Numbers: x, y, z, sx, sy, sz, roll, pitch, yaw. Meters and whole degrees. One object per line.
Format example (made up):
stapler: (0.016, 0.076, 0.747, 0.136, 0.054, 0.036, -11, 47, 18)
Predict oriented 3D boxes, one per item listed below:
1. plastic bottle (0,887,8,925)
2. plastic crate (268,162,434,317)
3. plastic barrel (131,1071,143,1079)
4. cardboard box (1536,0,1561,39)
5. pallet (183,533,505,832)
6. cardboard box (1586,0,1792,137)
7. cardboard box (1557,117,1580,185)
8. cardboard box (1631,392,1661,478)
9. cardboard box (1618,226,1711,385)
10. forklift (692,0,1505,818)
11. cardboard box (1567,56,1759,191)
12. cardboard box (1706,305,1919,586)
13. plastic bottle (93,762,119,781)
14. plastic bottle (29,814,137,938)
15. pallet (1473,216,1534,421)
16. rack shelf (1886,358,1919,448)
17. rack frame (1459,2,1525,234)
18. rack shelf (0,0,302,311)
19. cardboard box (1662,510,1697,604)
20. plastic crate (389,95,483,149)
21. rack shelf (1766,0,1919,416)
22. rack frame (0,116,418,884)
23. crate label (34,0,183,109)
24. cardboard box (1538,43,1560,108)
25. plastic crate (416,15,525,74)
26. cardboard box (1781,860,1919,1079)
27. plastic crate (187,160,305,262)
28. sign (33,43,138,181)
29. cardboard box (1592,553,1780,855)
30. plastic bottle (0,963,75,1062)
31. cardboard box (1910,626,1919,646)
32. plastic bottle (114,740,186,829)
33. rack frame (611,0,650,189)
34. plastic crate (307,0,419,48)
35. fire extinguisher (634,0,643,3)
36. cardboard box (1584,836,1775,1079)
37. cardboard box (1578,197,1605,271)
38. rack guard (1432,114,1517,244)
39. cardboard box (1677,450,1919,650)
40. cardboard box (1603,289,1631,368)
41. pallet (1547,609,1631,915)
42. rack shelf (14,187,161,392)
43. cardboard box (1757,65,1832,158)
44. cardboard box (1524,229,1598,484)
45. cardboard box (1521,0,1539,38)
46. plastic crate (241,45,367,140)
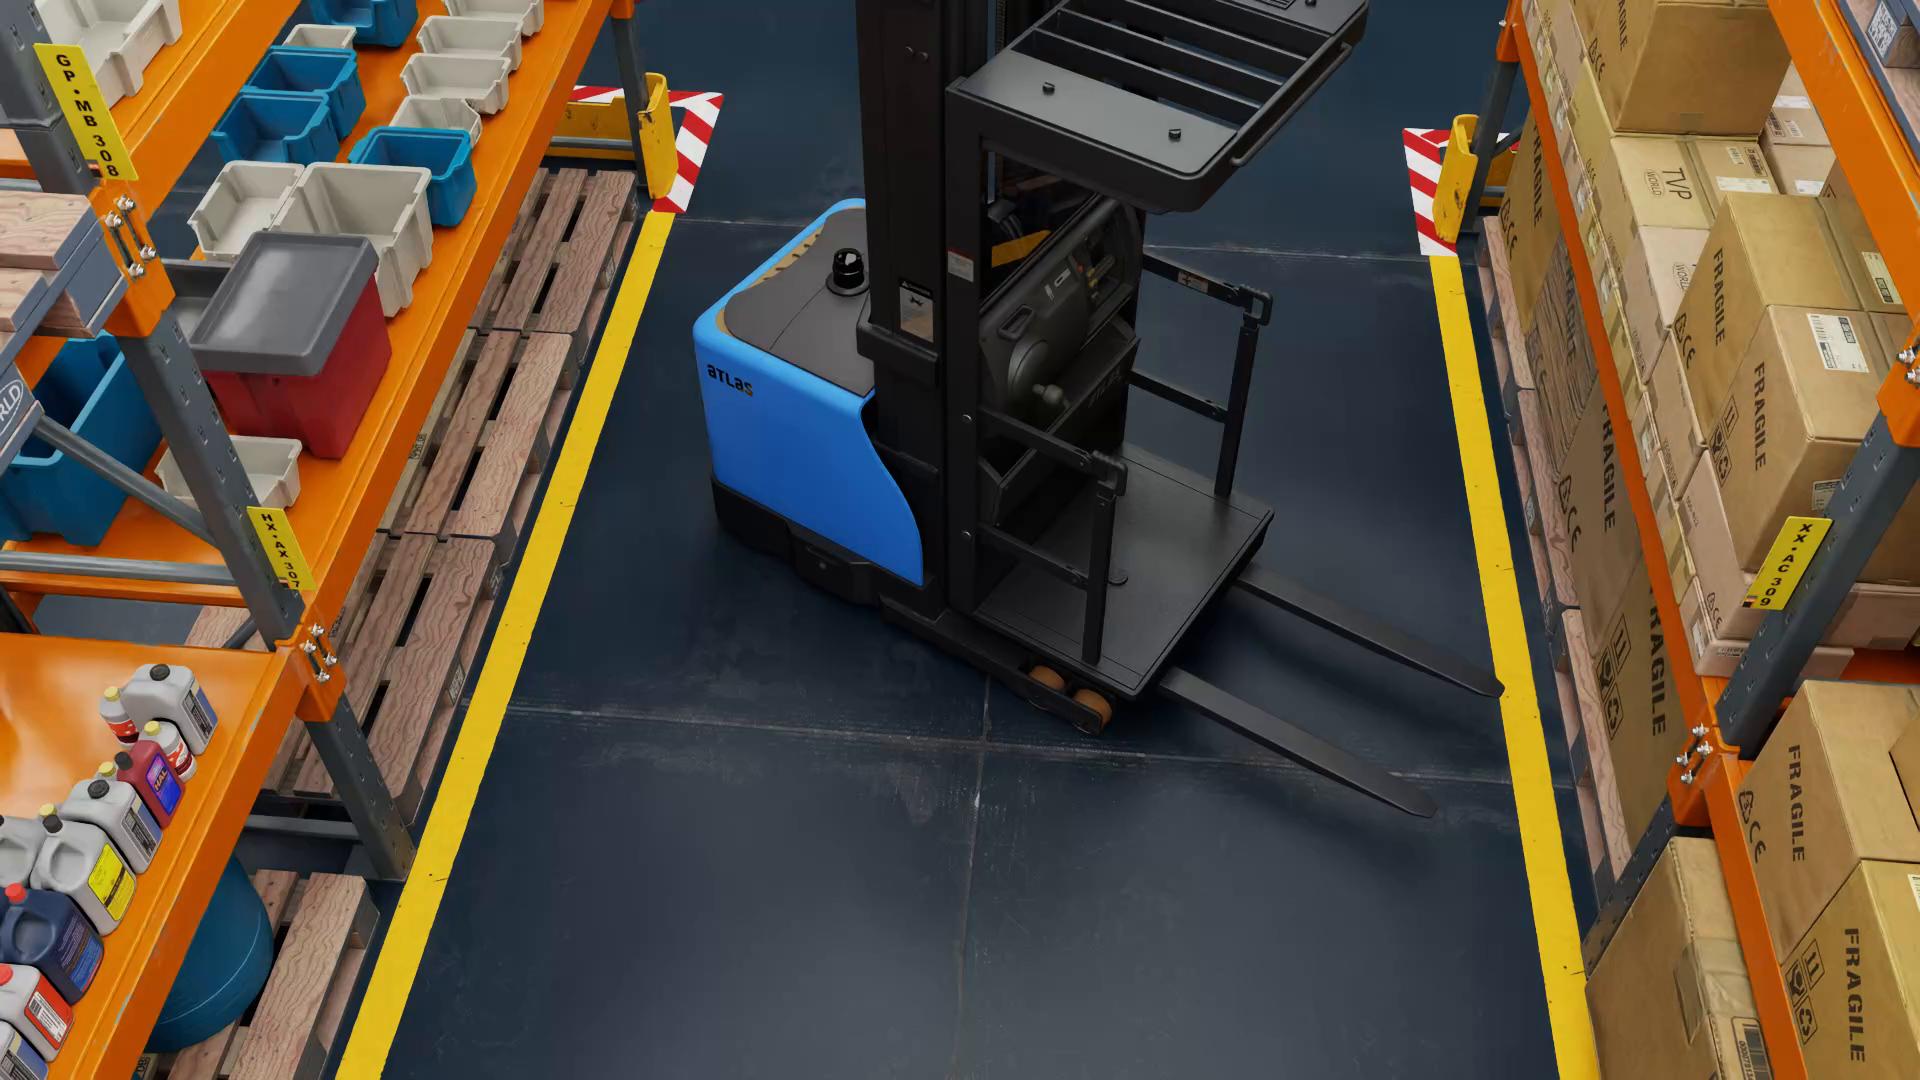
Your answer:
plastic bottle: (-2.301, 0.921, 3.908, 0.144, 0.351, 0.185, 4, 48, 4)
plastic crate: (-2.060, -1.009, 5.679, 0.437, 0.282, 0.530, 4, 48, 4)
plastic barrel: (-2.514, 1.567, 4.422, 0.600, 0.901, 0.708, 4, 48, 4)
cardboard box: (2.601, -2.240, 6.666, 0.500, 0.250, 0.500, 3, 48, 2)
pallet: (-2.354, 0.479, 6.168, 1.003, 0.211, 1.213, 4, 48, 4)
cardboard box: (2.515, -1.745, 5.705, 0.500, 0.500, 0.500, 3, 48, 2)
cardboard box: (2.461, -1.446, 6.210, 0.380, 0.149, 0.250, 3, 48, 3)
cardboard box: (2.321, -0.314, 5.174, 0.380, 0.149, 0.250, 5, 48, 4)
cardboard box: (2.419, -0.733, 5.288, 0.500, 0.250, 0.500, 5, 48, 4)
forklift: (0.517, -0.732, 5.433, 3.031, 2.935, 1.130, 26, 53, 22)
cardboard box: (2.511, -1.489, 5.979, 0.500, 0.250, 0.500, 2, 48, 2)
cardboard box: (2.325, -0.244, 4.333, 0.500, 0.500, 0.500, 5, 48, 5)
plastic bottle: (-2.153, 0.641, 4.266, 0.097, 0.201, 0.097, 0, 48, 0)
plastic bottle: (-2.141, 0.795, 4.023, 0.144, 0.351, 0.185, 4, 48, 4)
pallet: (2.919, -0.991, 7.513, 1.003, 0.211, 1.213, 4, 48, 4)
rack shelf: (2.367, 1.114, 2.153, 1.077, 0.370, 4.000, 4, 48, 4)
rack frame: (2.914, -2.525, 7.027, 1.000, 3.000, 0.127, 4, 48, 4)
rack shelf: (-2.201, -2.158, 5.146, 1.077, 0.370, 4.000, 4, 48, 4)
cardboard box: (2.274, 0.063, 4.829, 0.380, 0.149, 0.250, 5, 48, 4)
plastic crate: (-1.963, -1.541, 6.265, 0.298, 0.136, 0.250, 4, 48, 4)
rack shelf: (2.732, -1.825, 4.841, 1.077, 0.370, 4.000, 4, 48, 4)
rack frame: (-2.383, 0.081, 4.643, 1.000, 3.000, 0.127, 4, 48, 4)
crate label: (-2.050, -1.182, 3.944, 0.293, 0.136, 0.466, 4, 48, 4)
cardboard box: (2.508, -1.825, 6.556, 0.380, 0.149, 0.250, 3, 48, 3)
plastic crate: (-1.953, -1.966, 6.653, 0.396, 0.136, 0.243, 4, 48, 4)
cardboard box: (2.214, 1.071, 3.670, 0.500, 0.500, 0.500, 4, 48, 4)
plastic crate: (-2.523, -1.150, 5.907, 0.293, 0.136, 0.466, 4, 48, 4)
sign: (-1.835, -0.896, 3.498, 0.100, 0.325, 0.005, 4, 48, 4)
cardboard box: (2.689, 0.510, 5.406, 0.875, 0.875, 0.875, 4, 48, 4)
plastic bottle: (-2.176, 1.074, 3.819, 0.152, 0.276, 0.135, 4, 48, 4)
cardboard box: (2.853, 0.037, 4.583, 0.500, 0.250, 0.500, 3, 48, 3)
plastic bottle: (-2.072, 0.605, 4.243, 0.061, 0.283, 0.133, 4, 48, 4)
rack frame: (-2.018, -2.858, 7.331, 1.000, 3.000, 0.127, 4, 48, 4)
plastic crate: (-2.429, -2.179, 6.783, 0.416, 0.233, 0.300, 4, 48, 4)
fire extinguisher: (-1.552, -2.786, 7.571, 0.296, 0.674, 0.183, 4, 48, 4)
cardboard box: (2.511, 1.461, 4.536, 1.225, 0.875, 0.875, 4, 48, 4)
cardboard box: (2.414, -1.071, 5.867, 0.380, 0.149, 0.250, 3, 48, 3)
rack guard: (2.916, -1.699, 7.965, 1.175, 0.500, 0.348, 4, 48, 4)
cardboard box: (2.328, 0.022, 4.597, 0.500, 0.250, 0.500, 3, 48, 3)
cardboard box: (2.368, -0.691, 5.520, 0.380, 0.149, 0.250, 3, 48, 3)
pallet: (2.697, 0.802, 5.873, 1.003, 0.211, 1.213, 4, 48, 4)
rack shelf: (-2.565, 0.781, 2.457, 1.077, 0.370, 4.000, 4, 48, 4)
cardboard box: (3.041, -1.454, 5.947, 0.500, 0.250, 0.500, 2, 48, 2)
cardboard box: (2.852, -0.805, 6.609, 0.875, 0.875, 0.875, 4, 48, 4)
cardboard box: (2.553, -2.202, 6.901, 0.380, 0.149, 0.250, 4, 48, 4)
plastic crate: (-2.489, -1.695, 6.340, 0.416, 0.233, 0.300, 4, 48, 4)
